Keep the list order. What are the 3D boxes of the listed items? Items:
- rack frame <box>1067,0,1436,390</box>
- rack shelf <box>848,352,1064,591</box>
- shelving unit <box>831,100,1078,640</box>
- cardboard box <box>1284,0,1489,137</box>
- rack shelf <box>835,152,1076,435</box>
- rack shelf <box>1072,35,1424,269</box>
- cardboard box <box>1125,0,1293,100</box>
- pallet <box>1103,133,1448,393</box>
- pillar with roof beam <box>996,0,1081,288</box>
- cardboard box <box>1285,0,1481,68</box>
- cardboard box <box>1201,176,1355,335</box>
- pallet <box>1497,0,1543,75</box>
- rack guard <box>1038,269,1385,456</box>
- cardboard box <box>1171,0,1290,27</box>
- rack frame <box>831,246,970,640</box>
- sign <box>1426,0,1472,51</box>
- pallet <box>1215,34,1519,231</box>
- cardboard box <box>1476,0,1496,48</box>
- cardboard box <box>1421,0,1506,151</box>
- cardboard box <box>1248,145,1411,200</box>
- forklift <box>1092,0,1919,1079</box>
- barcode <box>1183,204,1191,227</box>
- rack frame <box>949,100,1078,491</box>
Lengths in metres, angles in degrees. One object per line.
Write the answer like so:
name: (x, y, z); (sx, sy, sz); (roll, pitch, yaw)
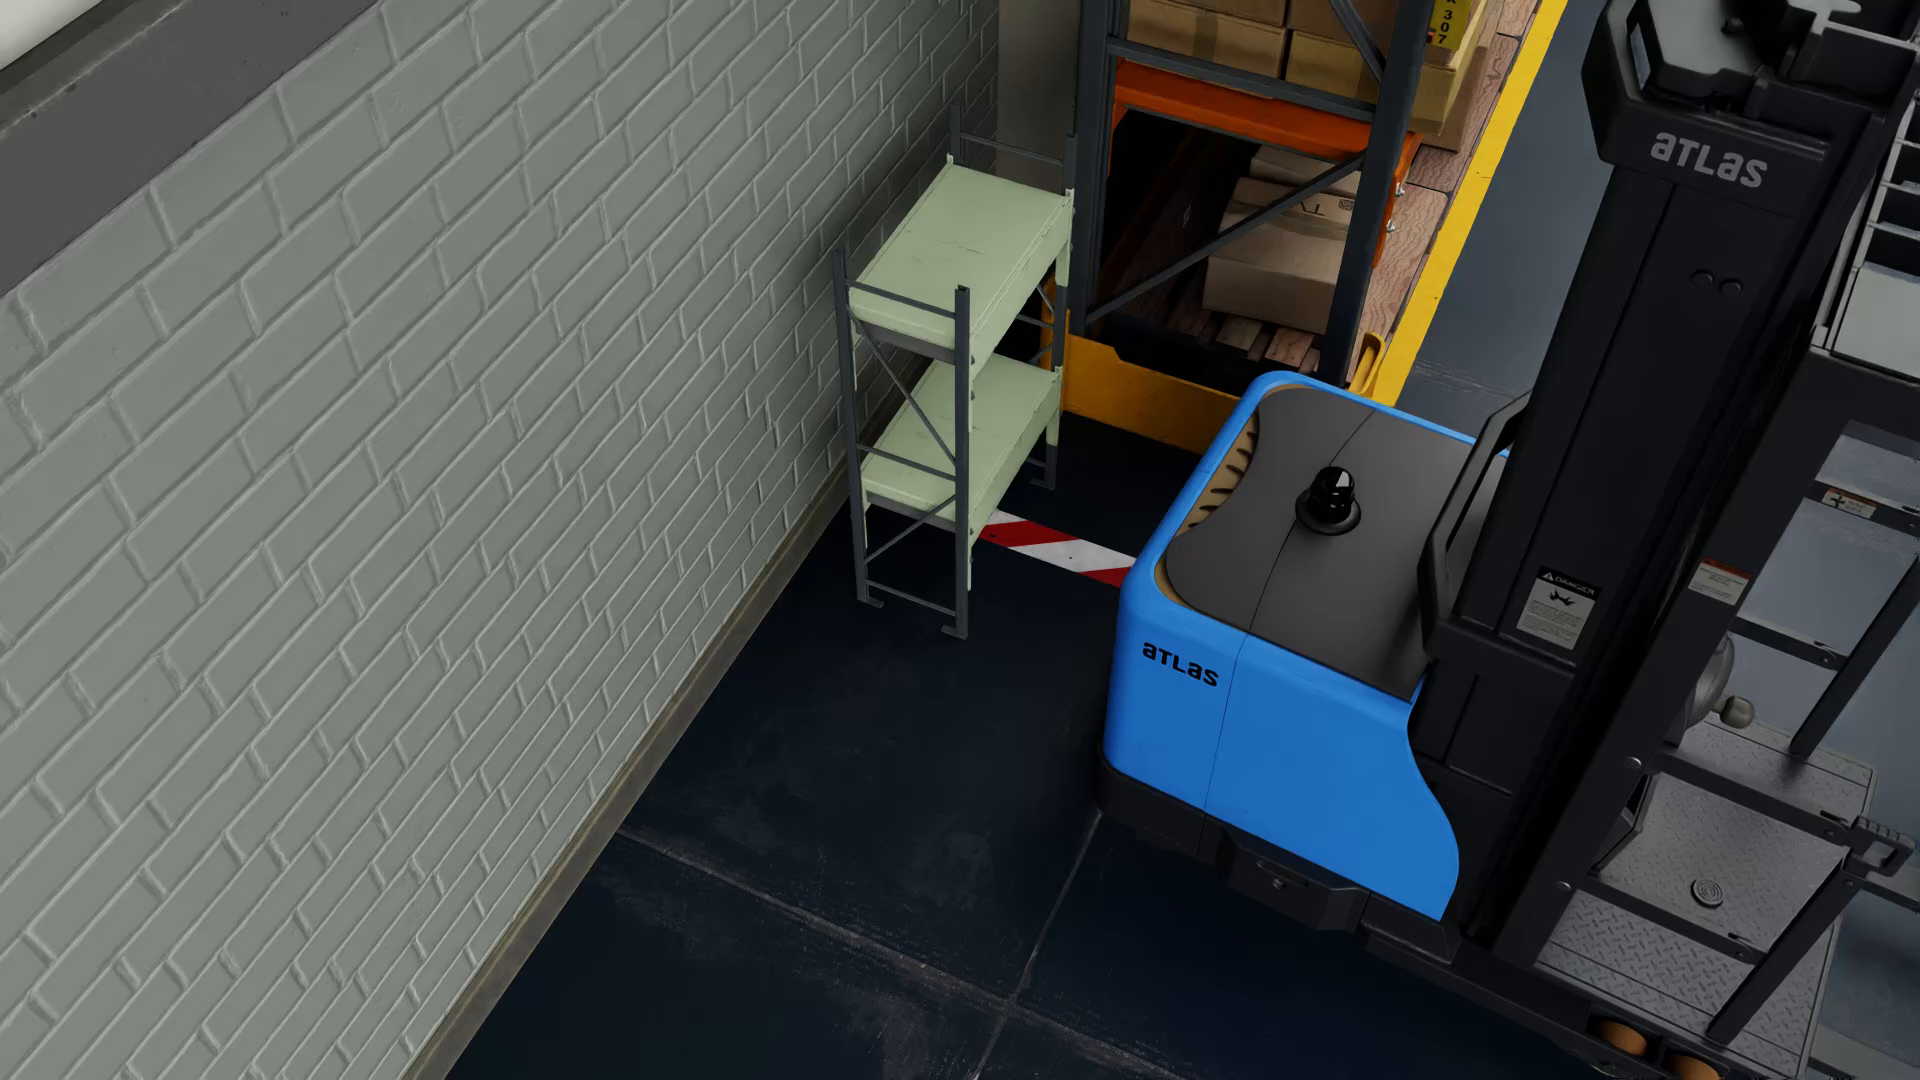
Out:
rack frame: (0.835, -1.362, 4.940); (1.000, 3.000, 0.127); (20, 52, 16)
rack shelf: (-0.003, -0.270, 5.423); (0.431, 0.370, 0.720); (20, 52, 16)
shelving unit: (-0.003, -0.481, 5.175); (0.431, 1.500, 0.755); (20, 52, 16)
cardboard box: (1.331, -1.553, 5.187); (0.500, 0.250, 0.500); (18, 52, 15)
rack shelf: (-0.003, -0.734, 4.878); (0.431, 0.370, 0.720); (20, 52, 16)
rack shelf: (1.690, -2.506, 6.385); (1.077, 0.370, 4.000); (20, 52, 16)
cardboard box: (0.860, -1.705, 5.317); (0.500, 0.250, 0.500); (20, 53, 17)
pallet: (1.247, -1.059, 6.512); (1.003, 0.211, 1.213); (20, 52, 16)
pillar with roof beam: (4.245, -2.669, 2.112); (9.100, 9.000, 0.400); (20, 52, 16)
cardboard box: (1.311, -1.794, 4.900); (0.500, 0.500, 0.500); (20, 52, 16)
cardboard box: (1.212, -1.081, 6.176); (0.500, 0.311, 0.500); (14, 51, 12)
pallet: (2.289, -2.739, 7.942); (1.003, 0.211, 1.213); (20, 52, 16)
rack guard: (0.868, -0.604, 5.936); (1.175, 0.500, 0.348); (20, 52, 16)
cardboard box: (0.845, -1.957, 5.038); (0.500, 0.500, 0.500); (19, 52, 16)
rack frame: (-0.159, -0.229, 4.960); (0.400, 1.500, 0.023); (20, 52, 16)
sign: (1.326, -1.466, 4.460); (0.100, 0.325, 0.005); (20, 52, 16)
pallet: (1.769, -1.896, 7.225); (1.003, 0.211, 1.213); (20, 52, 16)
cardboard box: (1.540, -1.915, 5.495); (0.500, 0.250, 0.500); (18, 52, 15)
cardboard box: (1.814, -2.023, 6.855); (0.700, 0.500, 0.500); (17, 52, 14)
cardboard box: (1.456, -1.473, 6.511); (0.500, 0.311, 0.500); (24, 54, 19)
forklift: (1.935, 0.110, 3.732); (3.031, 2.935, 1.130); (23, 54, 19)
barcode: (0.858, -1.226, 6.294); (0.001, 0.075, 0.075); (20, 52, 16)
rack frame: (0.153, -0.733, 5.389); (0.400, 1.500, 0.023); (20, 52, 16)
